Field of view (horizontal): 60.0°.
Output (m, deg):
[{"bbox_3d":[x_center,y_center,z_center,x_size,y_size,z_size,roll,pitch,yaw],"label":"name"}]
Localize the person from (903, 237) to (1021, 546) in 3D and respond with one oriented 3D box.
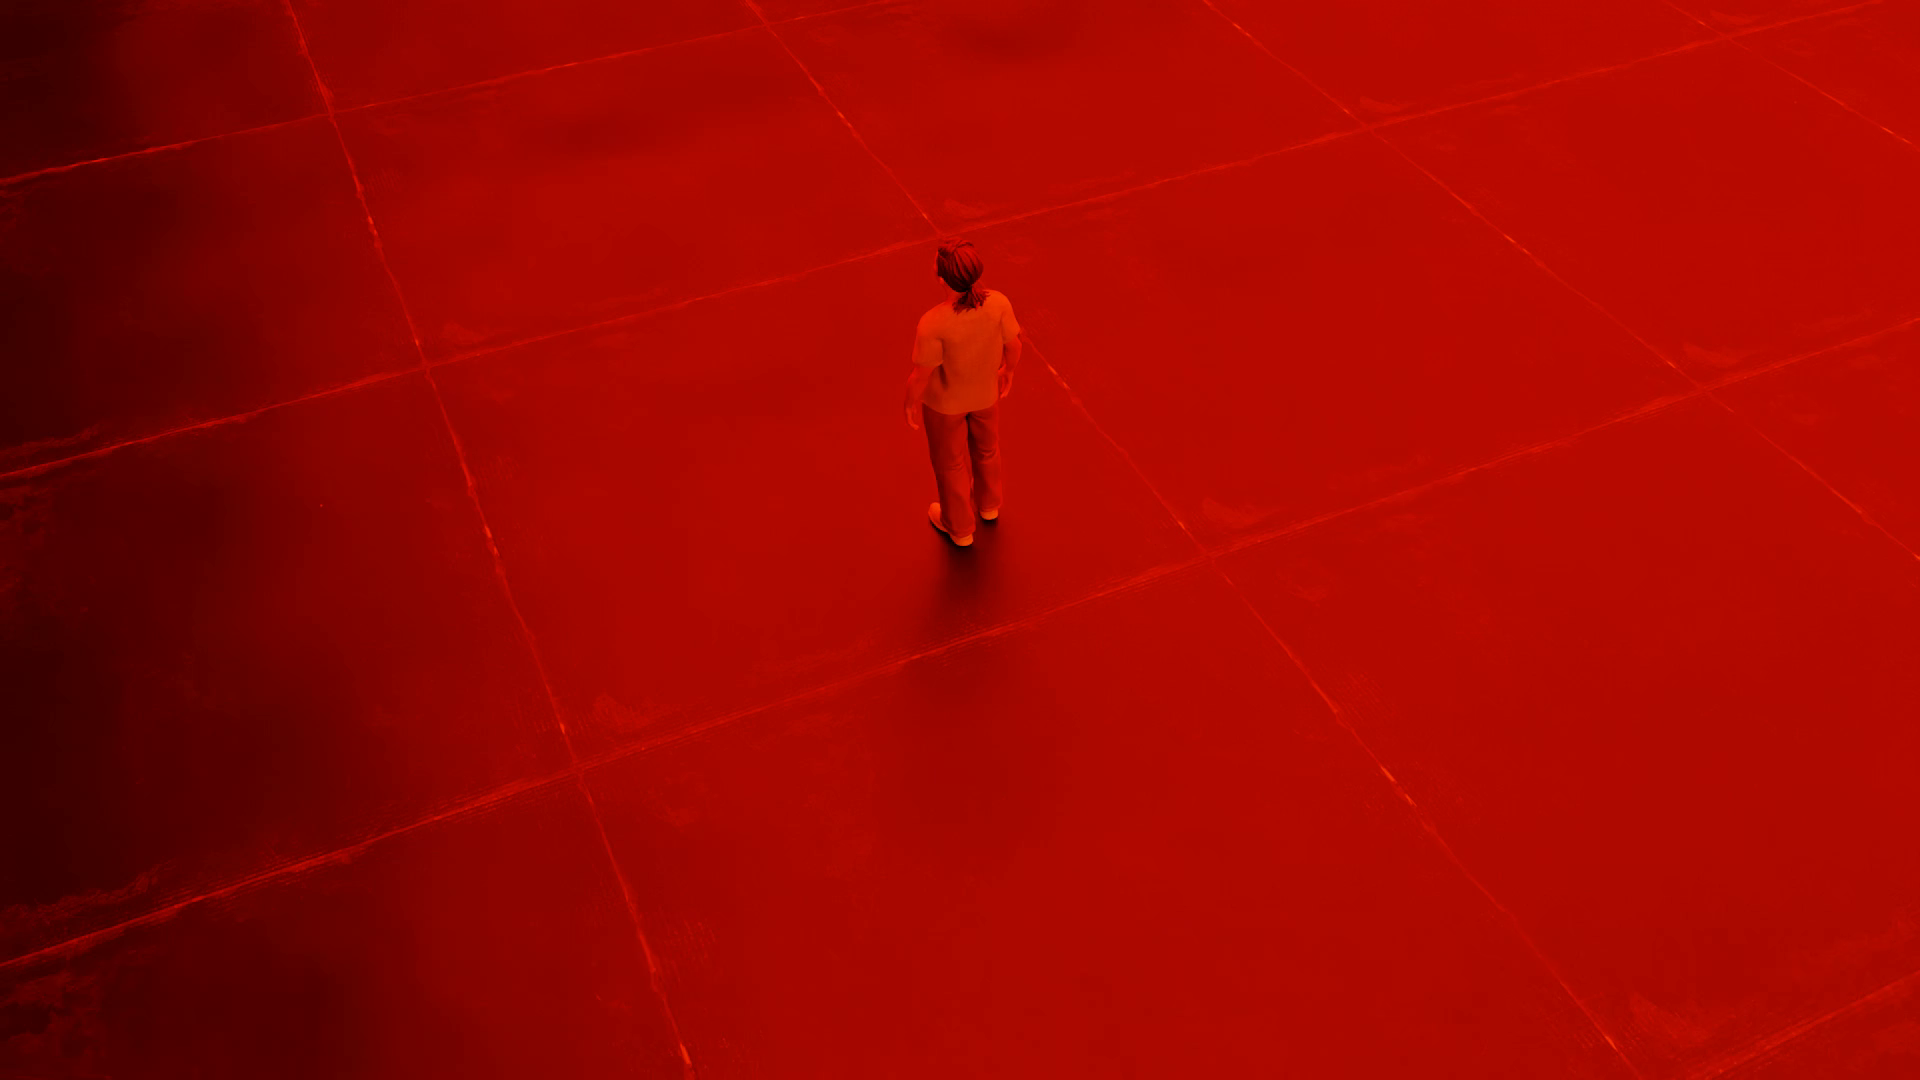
[{"bbox_3d":[-0.021,-0.667,7.304,0.553,1.673,0.548,-18,46,-18],"label":"person"}]
